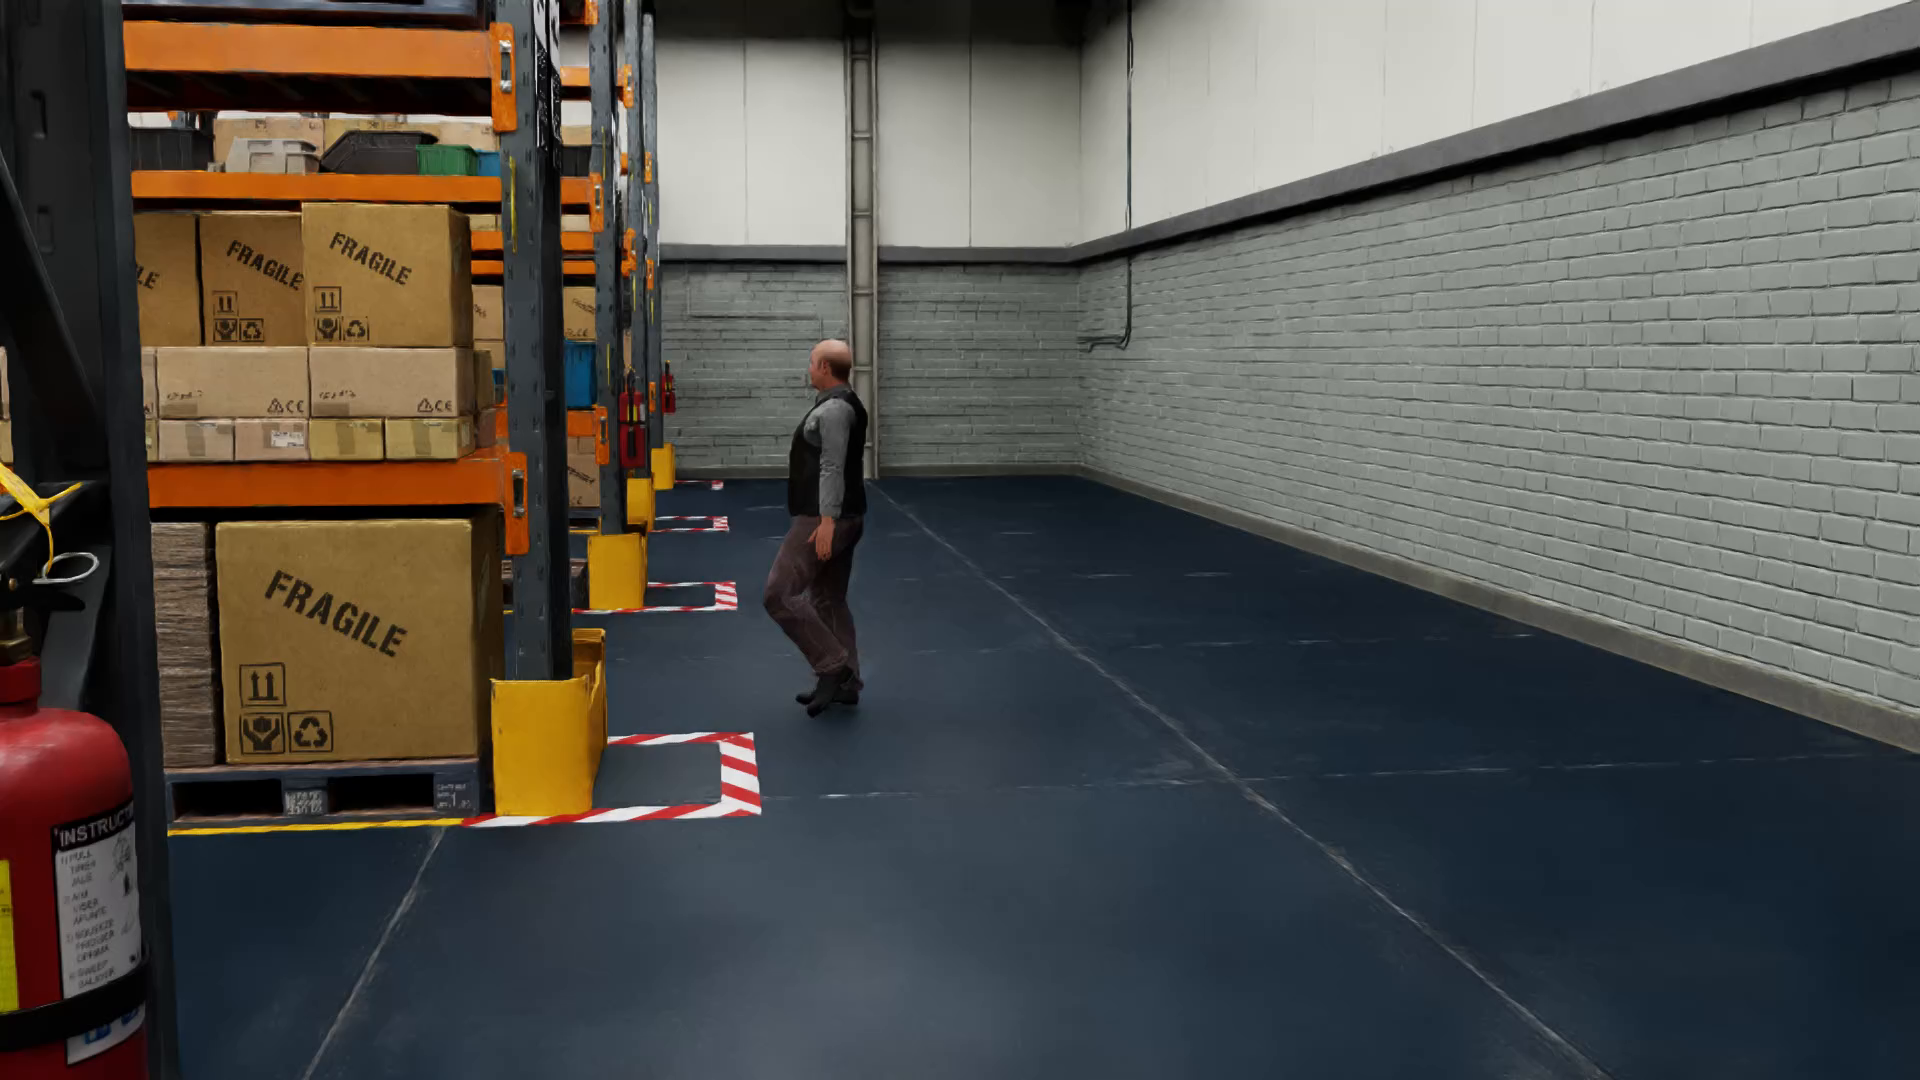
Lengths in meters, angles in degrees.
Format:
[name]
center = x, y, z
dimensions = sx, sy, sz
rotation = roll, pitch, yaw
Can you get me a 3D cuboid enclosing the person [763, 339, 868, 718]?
[person]
center = -0.667, -0.067, 7.800
dimensions = 0.447, 1.740, 0.581
rotation = 1, 6, 7
